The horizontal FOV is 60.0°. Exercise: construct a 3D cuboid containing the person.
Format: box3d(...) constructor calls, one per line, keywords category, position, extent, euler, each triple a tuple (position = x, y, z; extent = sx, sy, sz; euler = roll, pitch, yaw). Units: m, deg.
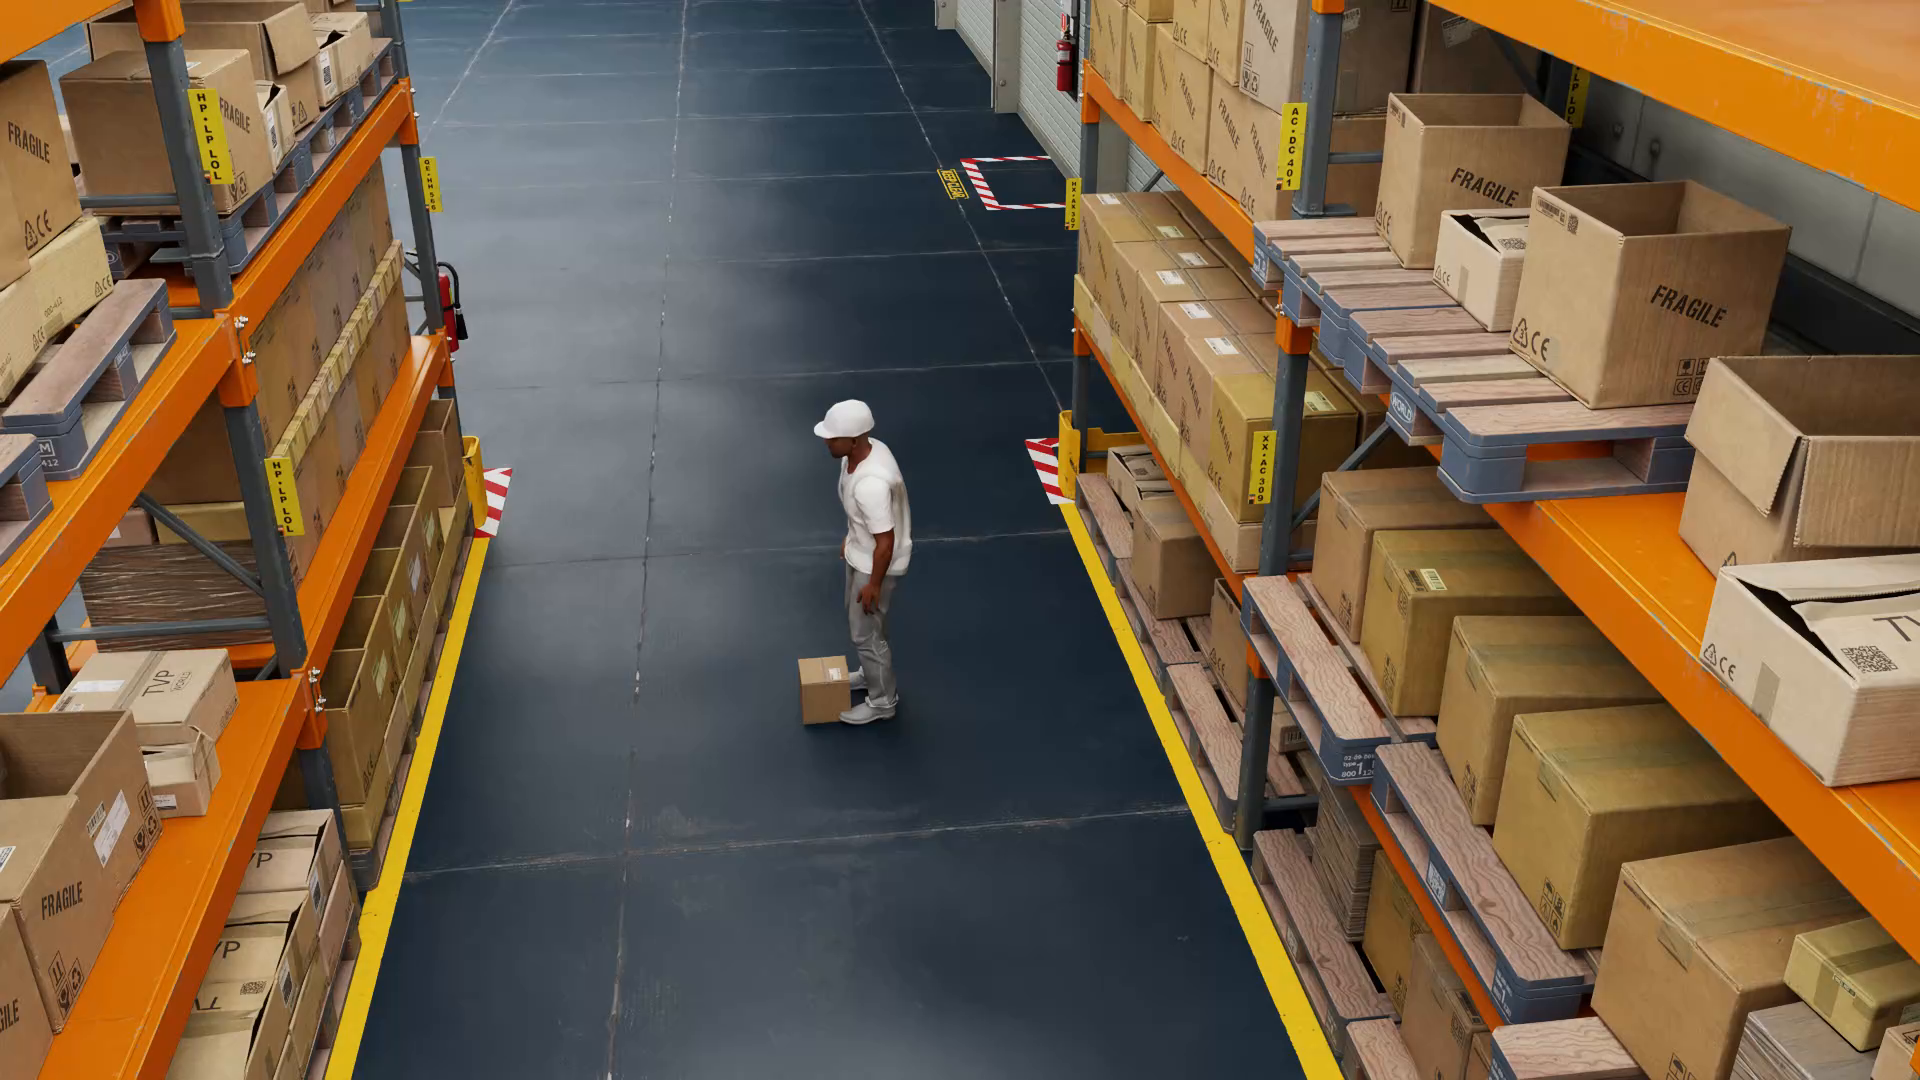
box3d(category="person", position=(-0.482, 0.100, 8.402), extent=(0.459, 1.760, 0.632), euler=(-5, 27, -10))
